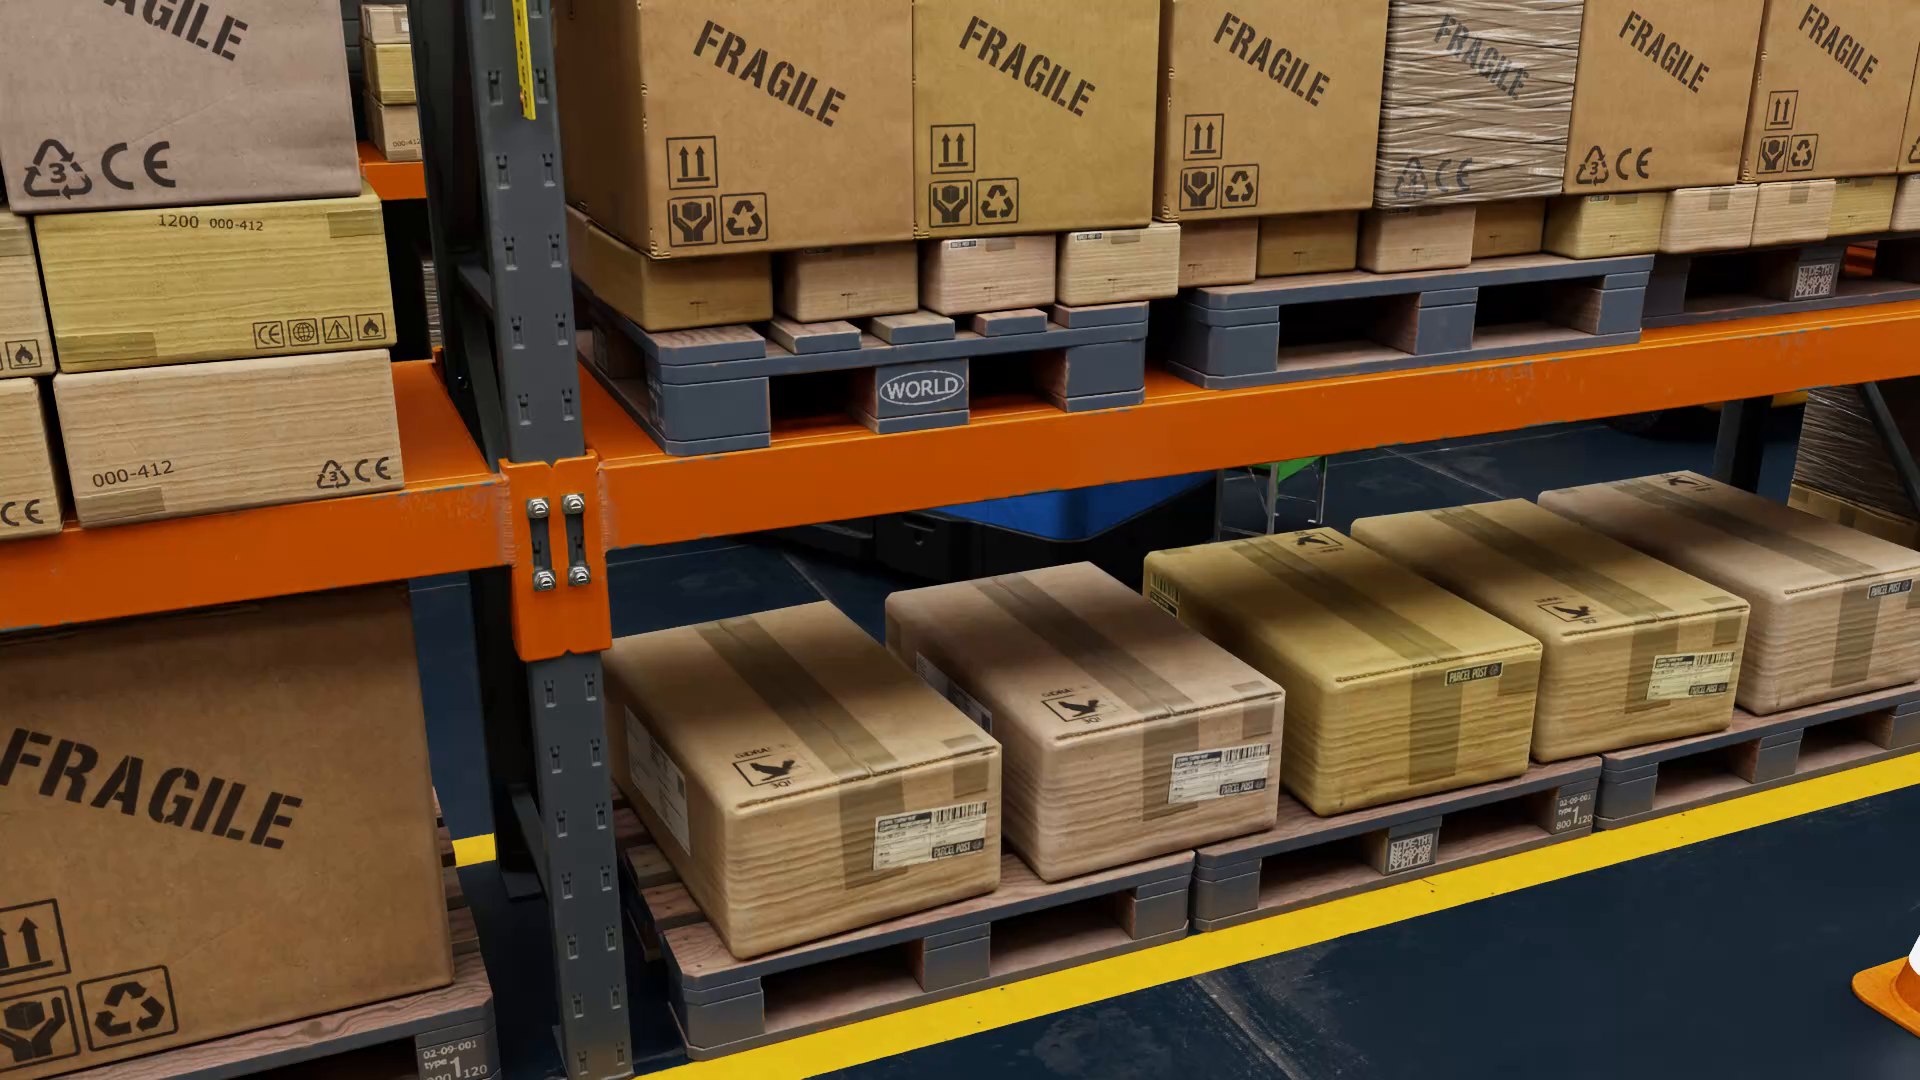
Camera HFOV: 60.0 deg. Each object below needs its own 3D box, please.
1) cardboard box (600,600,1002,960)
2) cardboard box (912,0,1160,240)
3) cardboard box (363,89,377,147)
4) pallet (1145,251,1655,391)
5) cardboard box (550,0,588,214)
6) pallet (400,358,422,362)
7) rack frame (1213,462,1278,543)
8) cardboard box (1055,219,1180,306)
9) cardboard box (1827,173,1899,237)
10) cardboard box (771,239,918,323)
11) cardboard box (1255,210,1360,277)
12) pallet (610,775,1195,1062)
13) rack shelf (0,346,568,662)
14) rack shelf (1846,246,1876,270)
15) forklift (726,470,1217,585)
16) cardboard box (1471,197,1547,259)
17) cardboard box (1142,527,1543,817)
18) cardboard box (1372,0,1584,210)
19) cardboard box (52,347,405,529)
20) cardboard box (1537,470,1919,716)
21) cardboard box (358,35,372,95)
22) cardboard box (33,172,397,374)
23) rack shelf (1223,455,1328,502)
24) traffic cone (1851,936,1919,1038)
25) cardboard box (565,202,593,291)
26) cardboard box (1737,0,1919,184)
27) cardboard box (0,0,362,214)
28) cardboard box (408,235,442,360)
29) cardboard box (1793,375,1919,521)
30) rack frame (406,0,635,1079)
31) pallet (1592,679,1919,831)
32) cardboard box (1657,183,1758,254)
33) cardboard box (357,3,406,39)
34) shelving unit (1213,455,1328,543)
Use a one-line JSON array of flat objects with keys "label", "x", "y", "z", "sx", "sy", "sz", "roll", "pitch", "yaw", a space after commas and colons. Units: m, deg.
[{"label": "cardboard box", "x": -0.398, "y": 0.512, "z": 3.877, "sx": 0.625, "sy": 0.372, "sz": 0.950, "roll": -10, "pitch": 22, "yaw": -26}, {"label": "cardboard box", "x": 0.060, "y": -0.903, "z": 3.341, "sx": 0.500, "sy": 0.500, "sz": 0.500, "roll": -7, "pitch": 21, "yaw": -19}, {"label": "cardboard box", "x": -2.579, "y": -2.038, "z": 8.020, "sx": 0.500, "sy": 0.250, "sz": 0.500, "roll": -9, "pitch": 21, "yaw": -23}, {"label": "pallet", "x": 0.881, "y": -0.641, "z": 4.115, "sx": 1.213, "sy": 0.211, "sz": 1.003, "roll": -8, "pitch": 21, "yaw": -22}, {"label": "cardboard box", "x": -0.613, "y": -0.989, "z": 3.583, "sx": 0.500, "sy": 0.500, "sz": 0.500, "roll": -9, "pitch": 21, "yaw": -23}, {"label": "pallet", "x": -2.119, "y": -0.753, "z": 8.342, "sx": 1.213, "sy": 0.211, "sz": 1.003, "roll": -8, "pitch": 21, "yaw": -22}, {"label": "rack frame", "x": 1.084, "y": -0.518, "z": 6.188, "sx": 0.240, "sy": 1.200, "sz": 0.015, "roll": 13, "pitch": 23, "yaw": 32}, {"label": "cardboard box", "x": 0.255, "y": -0.603, "z": 3.464, "sx": 0.250, "sy": 0.149, "sz": 0.380, "roll": -8, "pitch": 21, "yaw": -22}, {"label": "cardboard box", "x": 2.140, "y": -0.883, "z": 4.260, "sx": 0.250, "sy": 0.149, "sz": 0.380, "roll": -9, "pitch": 21, "yaw": -24}, {"label": "cardboard box", "x": -0.276, "y": -0.551, "z": 3.317, "sx": 0.250, "sy": 0.149, "sz": 0.380, "roll": -10, "pitch": 22, "yaw": -25}, {"label": "cardboard box", "x": 0.689, "y": -0.708, "z": 3.761, "sx": 0.250, "sy": 0.149, "sz": 0.380, "roll": -7, "pitch": 21, "yaw": -20}, {"label": "pallet", "x": -0.202, "y": 0.754, "z": 4.062, "sx": 1.213, "sy": 0.211, "sz": 1.003, "roll": -8, "pitch": 21, "yaw": -22}, {"label": "rack shelf", "x": -2.757, "y": 0.144, "z": 2.680, "sx": 4.000, "sy": 0.370, "sz": 1.077, "roll": -8, "pitch": 21, "yaw": -22}, {"label": "rack shelf", "x": 4.589, "y": -0.909, "z": 5.669, "sx": 4.000, "sy": 0.370, "sz": 1.077, "roll": -8, "pitch": 21, "yaw": -22}, {"label": "forklift", "x": -0.510, "y": -1.510, "z": 6.398, "sx": 3.031, "sy": 2.935, "sz": 1.130, "roll": 14, "pitch": 24, "yaw": 35}, {"label": "cardboard box", "x": 1.164, "y": -0.779, "z": 3.965, "sx": 0.250, "sy": 0.149, "sz": 0.380, "roll": -9, "pitch": 21, "yaw": -24}, {"label": "cardboard box", "x": 0.975, "y": 0.314, "z": 4.438, "sx": 0.625, "sy": 0.372, "sz": 0.950, "roll": -7, "pitch": 21, "yaw": -20}, {"label": "cardboard box", "x": 1.007, "y": -1.039, "z": 3.725, "sx": 0.500, "sy": 0.500, "sz": 0.500, "roll": -9, "pitch": 21, "yaw": -24}, {"label": "cardboard box", "x": -1.282, "y": -0.242, "z": 2.919, "sx": 0.500, "sy": 0.250, "sz": 0.500, "roll": -9, "pitch": 21, "yaw": -24}, {"label": "cardboard box", "x": 2.272, "y": 0.126, "z": 4.971, "sx": 0.625, "sy": 0.372, "sz": 0.950, "roll": -8, "pitch": 21, "yaw": -21}, {"label": "cardboard box", "x": -2.588, "y": -2.281, "z": 7.956, "sx": 0.500, "sy": 0.250, "sz": 0.500, "roll": -8, "pitch": 21, "yaw": -21}, {"label": "cardboard box", "x": -1.265, "y": -0.482, "z": 2.849, "sx": 0.500, "sy": 0.250, "sz": 0.500, "roll": -8, "pitch": 21, "yaw": -22}, {"label": "rack shelf", "x": 1.221, "y": -0.299, "z": 6.479, "sx": 0.258, "sy": 0.148, "sz": 0.480, "roll": 13, "pitch": 23, "yaw": 32}, {"label": "traffic cone", "x": 2.168, "y": 0.802, "z": 3.548, "sx": 0.334, "sy": 0.463, "sz": 0.336, "roll": -8, "pitch": 21, "yaw": -22}, {"label": "cardboard box", "x": -0.713, "y": -0.653, "z": 3.606, "sx": 0.250, "sy": 0.149, "sz": 0.380, "roll": -7, "pitch": 21, "yaw": -20}, {"label": "cardboard box", "x": 1.964, "y": -1.174, "z": 4.109, "sx": 0.500, "sy": 0.500, "sz": 0.500, "roll": -8, "pitch": 21, "yaw": -22}, {"label": "cardboard box", "x": -1.292, "y": -0.830, "z": 2.705, "sx": 0.500, "sy": 0.500, "sz": 0.500, "roll": -9, "pitch": 21, "yaw": -23}, {"label": "cardboard box", "x": -2.312, "y": -1.128, "z": 8.151, "sx": 0.625, "sy": 0.625, "sz": 0.875, "roll": -7, "pitch": 21, "yaw": -20}, {"label": "cardboard box", "x": 3.189, "y": -0.399, "z": 5.518, "sx": 0.500, "sy": 0.500, "sz": 0.500, "roll": -8, "pitch": 21, "yaw": -23}, {"label": "rack frame", "x": -0.920, "y": -0.459, "z": 3.308, "sx": 0.127, "sy": 3.000, "sz": 1.000, "roll": -8, "pitch": 21, "yaw": -22}, {"label": "pallet", "x": 2.038, "y": 0.433, "z": 4.973, "sx": 1.213, "sy": 0.211, "sz": 1.003, "roll": -8, "pitch": 21, "yaw": -22}, {"label": "cardboard box", "x": 1.685, "y": -0.804, "z": 4.034, "sx": 0.250, "sy": 0.149, "sz": 0.380, "roll": -8, "pitch": 21, "yaw": -21}, {"label": "cardboard box", "x": -2.671, "y": -2.429, "z": 7.778, "sx": 0.250, "sy": 0.149, "sz": 0.380, "roll": -7, "pitch": 21, "yaw": -20}, {"label": "shelving unit", "x": 1.221, "y": -0.586, "z": 6.378, "sx": 0.258, "sy": 1.200, "sz": 0.503, "roll": 13, "pitch": 23, "yaw": 32}]
